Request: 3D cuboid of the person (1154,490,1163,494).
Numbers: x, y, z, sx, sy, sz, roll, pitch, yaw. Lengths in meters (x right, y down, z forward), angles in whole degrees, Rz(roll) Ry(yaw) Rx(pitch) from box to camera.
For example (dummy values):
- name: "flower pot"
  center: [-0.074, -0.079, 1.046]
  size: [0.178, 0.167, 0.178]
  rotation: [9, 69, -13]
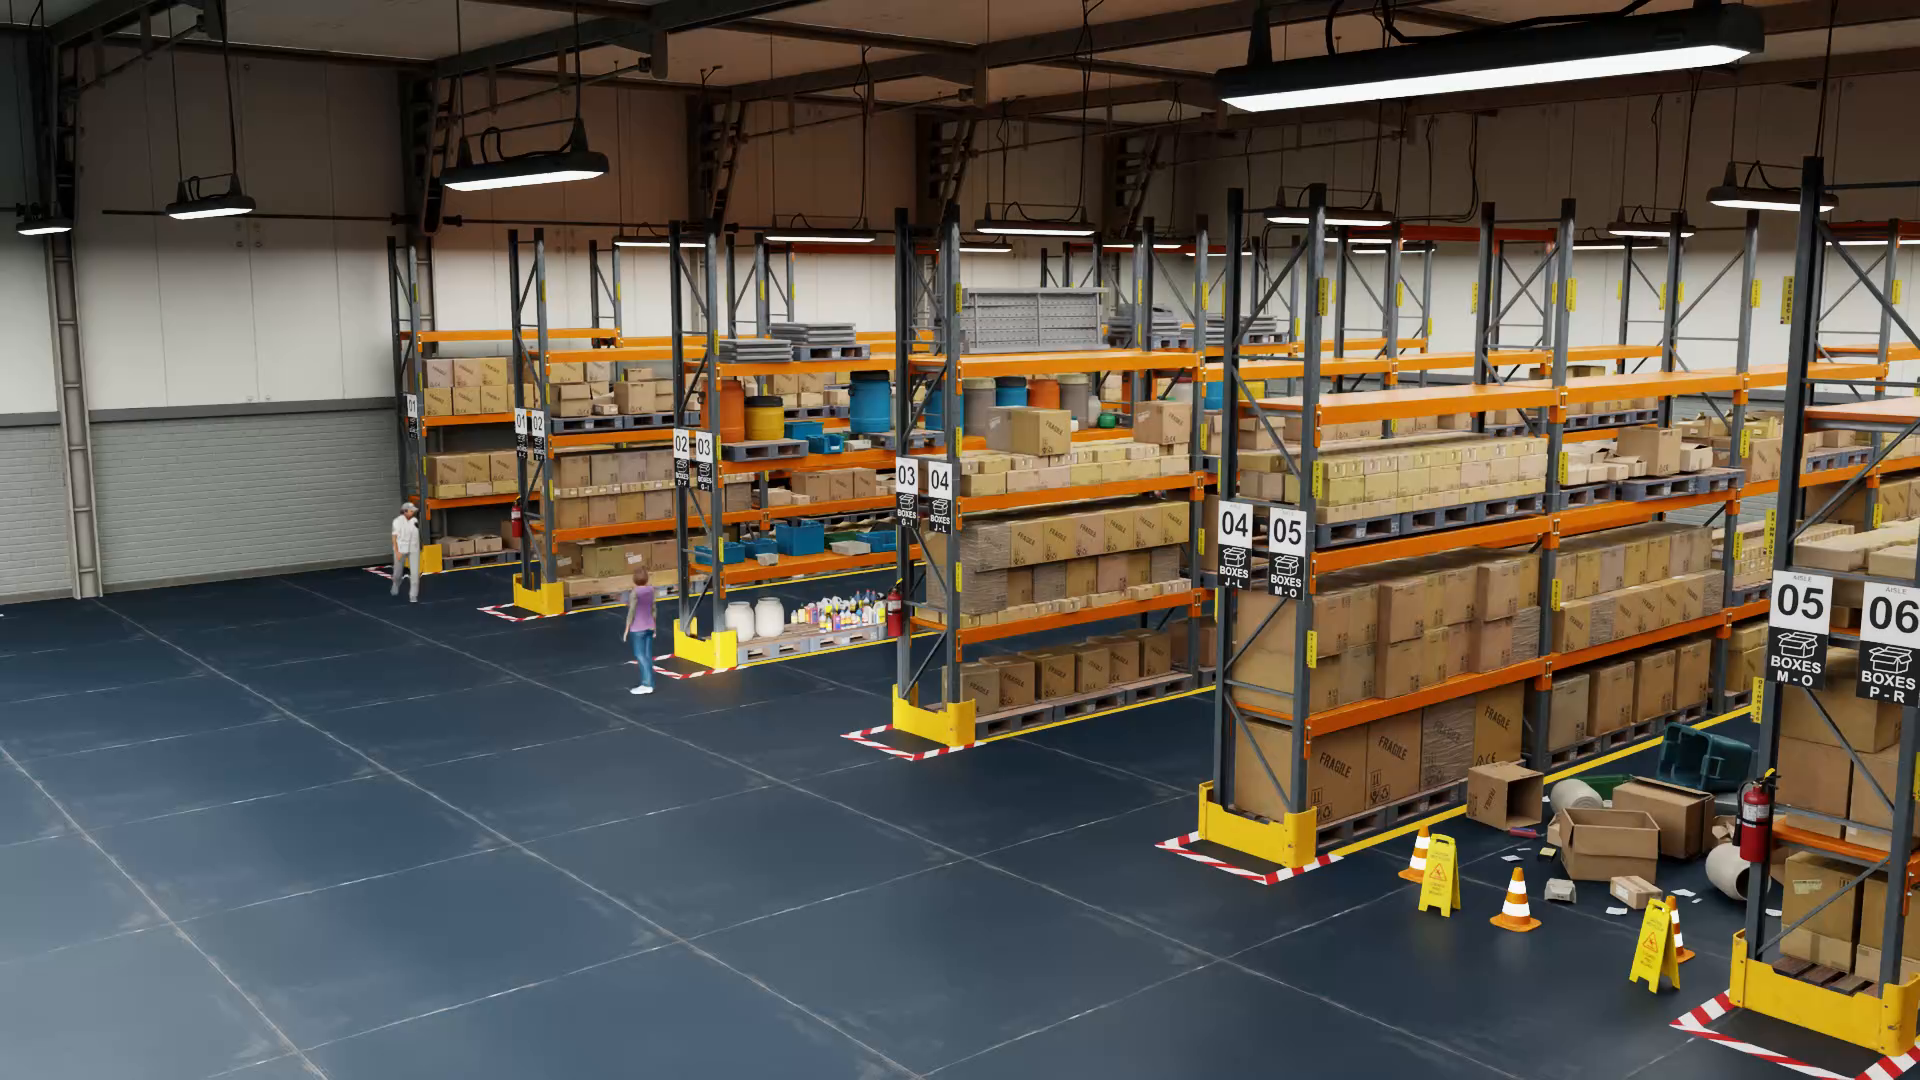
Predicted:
- name: "person"
  center: [4.000, -0.721, 32.827]
  size: [1.066, 1.733, 0.629]
  rotation: [-8, 12, -43]

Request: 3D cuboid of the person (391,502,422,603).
- name: "person"
  center: [-9.069, 0.176, 27.225]
  size: [0.497, 1.625, 0.774]
  rotation: [-4, 10, -24]

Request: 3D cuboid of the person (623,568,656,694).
- name: "person"
  center: [-4.038, 1.155, 21.076]
  size: [0.332, 1.588, 0.460]
  rotation: [5, 10, 29]
